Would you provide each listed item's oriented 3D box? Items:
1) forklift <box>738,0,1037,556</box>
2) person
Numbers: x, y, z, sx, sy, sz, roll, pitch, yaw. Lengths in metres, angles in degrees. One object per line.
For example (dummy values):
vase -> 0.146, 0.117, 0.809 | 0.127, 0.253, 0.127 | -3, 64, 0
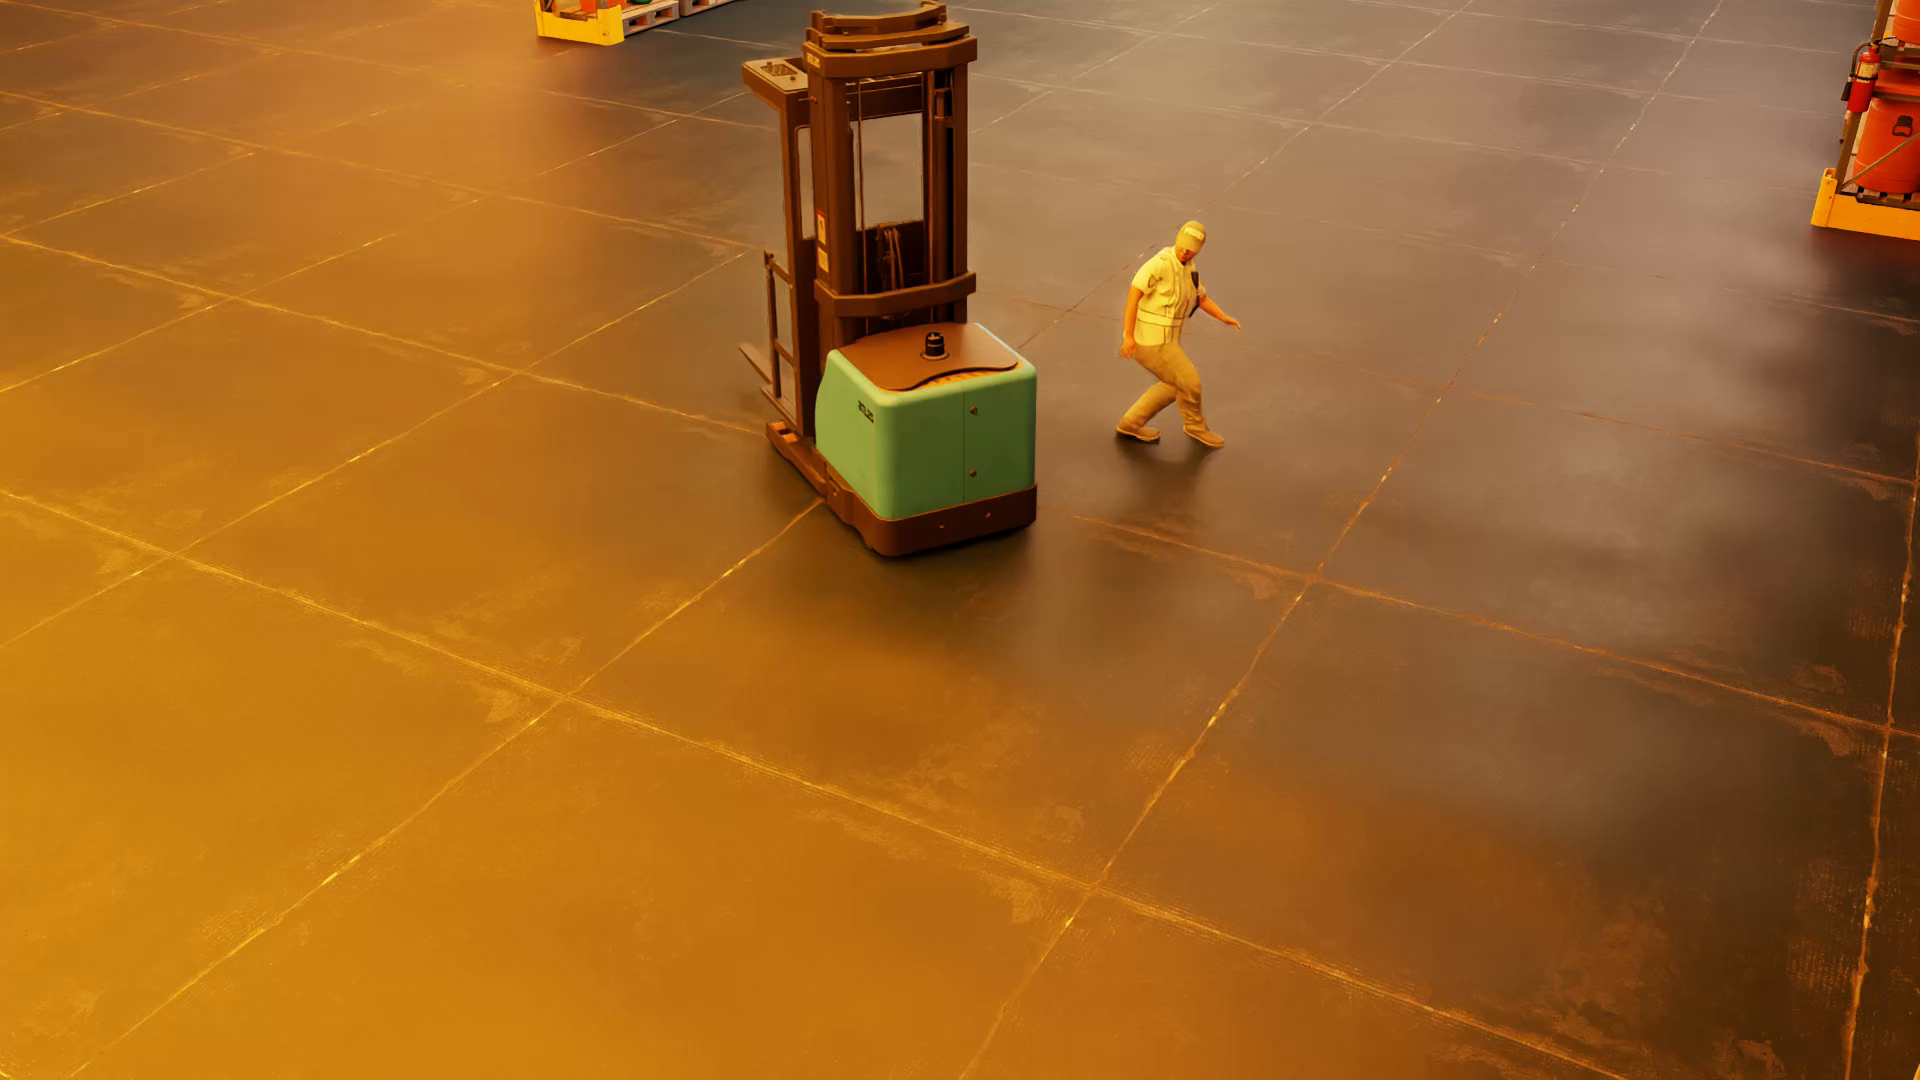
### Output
forklift -> -0.637, -1.888, 10.343 | 1.130, 2.935, 3.031 | -14, 33, -22
person -> 1.405, -1.277, 10.716 | 0.772, 1.537, 0.726 | 9, 31, 15
